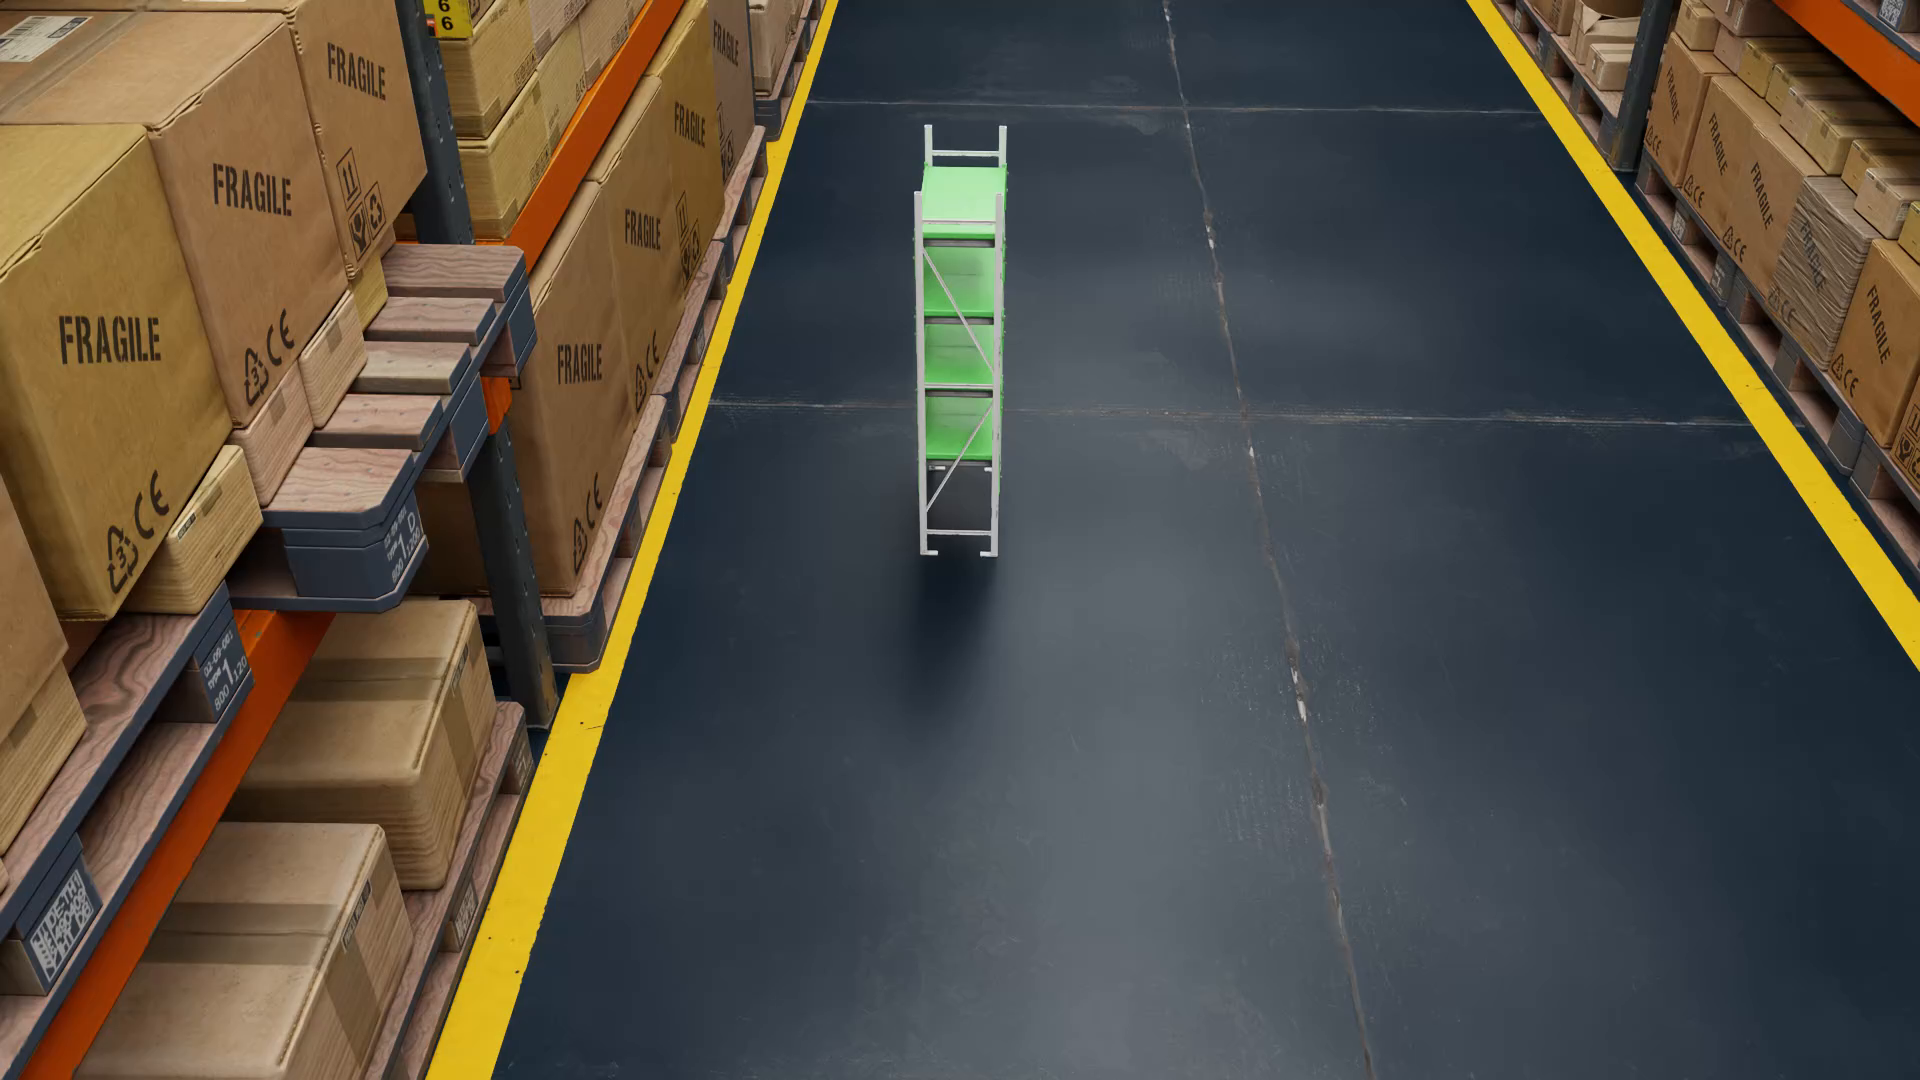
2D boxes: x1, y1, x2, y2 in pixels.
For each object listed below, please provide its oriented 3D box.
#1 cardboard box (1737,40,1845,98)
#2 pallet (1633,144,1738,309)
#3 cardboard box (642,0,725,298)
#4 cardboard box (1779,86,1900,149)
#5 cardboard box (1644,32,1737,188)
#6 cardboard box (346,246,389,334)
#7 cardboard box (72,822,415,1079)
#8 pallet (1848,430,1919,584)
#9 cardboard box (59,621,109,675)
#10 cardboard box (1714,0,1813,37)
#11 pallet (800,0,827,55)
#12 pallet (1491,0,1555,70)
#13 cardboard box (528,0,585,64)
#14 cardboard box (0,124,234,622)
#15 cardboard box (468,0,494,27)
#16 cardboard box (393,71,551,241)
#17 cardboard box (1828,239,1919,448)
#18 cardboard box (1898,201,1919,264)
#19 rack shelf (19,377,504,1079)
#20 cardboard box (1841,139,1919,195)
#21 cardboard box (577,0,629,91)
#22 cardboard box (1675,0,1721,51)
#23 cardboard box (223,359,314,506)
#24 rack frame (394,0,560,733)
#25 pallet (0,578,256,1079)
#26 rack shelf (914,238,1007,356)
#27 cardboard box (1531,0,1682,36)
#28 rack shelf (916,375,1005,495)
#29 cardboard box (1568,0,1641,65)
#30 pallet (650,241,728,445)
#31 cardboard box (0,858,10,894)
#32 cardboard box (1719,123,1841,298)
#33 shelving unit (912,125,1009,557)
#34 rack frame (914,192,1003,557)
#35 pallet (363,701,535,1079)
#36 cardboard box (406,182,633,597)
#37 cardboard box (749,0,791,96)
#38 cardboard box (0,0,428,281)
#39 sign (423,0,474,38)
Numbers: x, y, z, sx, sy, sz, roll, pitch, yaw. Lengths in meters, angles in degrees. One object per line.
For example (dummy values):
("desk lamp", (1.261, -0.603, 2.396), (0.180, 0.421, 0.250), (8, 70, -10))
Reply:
("cardboard box", (3.296, -1.845, 6.511), (0.380, 0.149, 0.250), (0, 35, -1))
("pallet", (3.514, -1.330, 6.958), (1.003, 0.211, 1.213), (1, 35, 2))
("cardboard box", (-1.424, -1.477, 6.225), (0.875, 0.875, 0.875), (2, 35, 3))
("cardboard box", (3.251, -1.544, 6.083), (0.380, 0.149, 0.250), (1, 35, 2))
("cardboard box", (3.265, -1.815, 7.033), (0.500, 0.500, 0.500), (3, 35, 4))
("cardboard box", (-1.328, -0.473, 3.167), (0.380, 0.149, 0.250), (2, 35, 3))
("cardboard box", (-1.665, 0.899, 3.283), (0.950, 0.372, 0.625), (1, 35, 1))
("pallet", (3.416, 0.072, 4.964), (1.003, 0.211, 1.213), (1, 35, 2))
("cardboard box", (-1.444, 0.117, 2.327), (0.380, 0.149, 0.250), (2, 35, 2))
("cardboard box", (3.266, -2.125, 6.650), (0.380, 0.149, 0.250), (0, 35, 0))
("pallet", (-1.296, -3.048, 9.404), (1.003, 0.211, 1.213), (1, 35, 2))
("pallet", (3.584, -2.895, 9.186), (1.003, 0.211, 1.213), (1, 35, 2))
("cardboard box", (-1.322, -1.479, 4.441), (0.500, 0.250, 0.500), (2, 35, 3))
("cardboard box", (-1.381, -0.233, 2.261), (0.500, 0.500, 0.500), (-1, 35, -1))
("cardboard box", (-1.347, -1.481, 3.792), (0.500, 0.500, 0.500), (0, 35, 0))
("cardboard box", (-1.340, -0.967, 4.148), (0.500, 0.250, 0.500), (1, 35, 1))
("cardboard box", (3.200, -0.626, 5.340), (0.500, 0.500, 0.500), (3, 35, 4))
("cardboard box", (3.215, -0.946, 5.233), (0.380, 0.149, 0.250), (1, 35, 1))
("rack shelf", (-1.692, 0.690, 2.285), (1.077, 0.370, 4.000), (1, 35, 2))
("cardboard box", (3.257, -1.246, 5.659), (0.380, 0.149, 0.250), (1, 35, 2))
("cardboard box", (-1.310, -1.564, 4.997), (0.500, 0.250, 0.500), (2, 35, 3))
("cardboard box", (3.229, -2.153, 6.950), (0.380, 0.149, 0.250), (3, 35, 4))
("cardboard box", (-1.311, -0.182, 2.754), (0.380, 0.149, 0.250), (0, 35, 0))
("rack frame", (-1.611, -0.753, 3.713), (1.000, 3.000, 0.127), (1, 35, 2))
("pallet", (-1.650, 0.464, 2.148), (1.003, 0.211, 1.213), (1, 35, 2))
("rack shelf", (0.007, -0.730, 4.939), (0.258, 0.148, 0.480), (1, 35, 2))
("cardboard box", (3.436, -2.950, 8.648), (0.700, 0.500, 0.500), (0, 35, 0))
("rack shelf", (0.007, -0.337, 5.215), (0.258, 0.148, 0.480), (1, 35, 2))
("cardboard box", (3.253, -2.524, 8.245), (0.396, 0.266, 0.258), (3, 35, 4))
("pallet", (-1.452, -0.763, 6.151), (1.003, 0.211, 1.213), (1, 35, 2))
("cardboard box", (-1.354, 0.418, 1.900), (0.380, 0.149, 0.250), (3, 35, 4))
("cardboard box", (3.229, -1.222, 6.189), (0.500, 0.500, 0.500), (0, 35, 0))
("shelving unit", (0.007, -0.586, 5.040), (0.258, 1.200, 0.503), (1, 35, 2))
("rack frame", (-0.003, -0.446, 4.841), (0.240, 1.200, 0.015), (1, 35, 2))
("pallet", (-1.644, 0.837, 3.876), (1.003, 0.211, 1.213), (1, 35, 2))
("cardboard box", (-1.500, -0.451, 4.765), (0.875, 0.875, 0.875), (1, 35, 1))
("cardboard box", (-1.318, -2.533, 8.109), (0.875, 0.438, 0.875), (1, 35, 1))
("cardboard box", (-1.352, -0.820, 3.097), (0.500, 0.500, 0.500), (0, 35, 1))
("sign", (-1.069, -1.187, 3.393), (0.100, 0.325, 0.005), (1, 35, 2))
